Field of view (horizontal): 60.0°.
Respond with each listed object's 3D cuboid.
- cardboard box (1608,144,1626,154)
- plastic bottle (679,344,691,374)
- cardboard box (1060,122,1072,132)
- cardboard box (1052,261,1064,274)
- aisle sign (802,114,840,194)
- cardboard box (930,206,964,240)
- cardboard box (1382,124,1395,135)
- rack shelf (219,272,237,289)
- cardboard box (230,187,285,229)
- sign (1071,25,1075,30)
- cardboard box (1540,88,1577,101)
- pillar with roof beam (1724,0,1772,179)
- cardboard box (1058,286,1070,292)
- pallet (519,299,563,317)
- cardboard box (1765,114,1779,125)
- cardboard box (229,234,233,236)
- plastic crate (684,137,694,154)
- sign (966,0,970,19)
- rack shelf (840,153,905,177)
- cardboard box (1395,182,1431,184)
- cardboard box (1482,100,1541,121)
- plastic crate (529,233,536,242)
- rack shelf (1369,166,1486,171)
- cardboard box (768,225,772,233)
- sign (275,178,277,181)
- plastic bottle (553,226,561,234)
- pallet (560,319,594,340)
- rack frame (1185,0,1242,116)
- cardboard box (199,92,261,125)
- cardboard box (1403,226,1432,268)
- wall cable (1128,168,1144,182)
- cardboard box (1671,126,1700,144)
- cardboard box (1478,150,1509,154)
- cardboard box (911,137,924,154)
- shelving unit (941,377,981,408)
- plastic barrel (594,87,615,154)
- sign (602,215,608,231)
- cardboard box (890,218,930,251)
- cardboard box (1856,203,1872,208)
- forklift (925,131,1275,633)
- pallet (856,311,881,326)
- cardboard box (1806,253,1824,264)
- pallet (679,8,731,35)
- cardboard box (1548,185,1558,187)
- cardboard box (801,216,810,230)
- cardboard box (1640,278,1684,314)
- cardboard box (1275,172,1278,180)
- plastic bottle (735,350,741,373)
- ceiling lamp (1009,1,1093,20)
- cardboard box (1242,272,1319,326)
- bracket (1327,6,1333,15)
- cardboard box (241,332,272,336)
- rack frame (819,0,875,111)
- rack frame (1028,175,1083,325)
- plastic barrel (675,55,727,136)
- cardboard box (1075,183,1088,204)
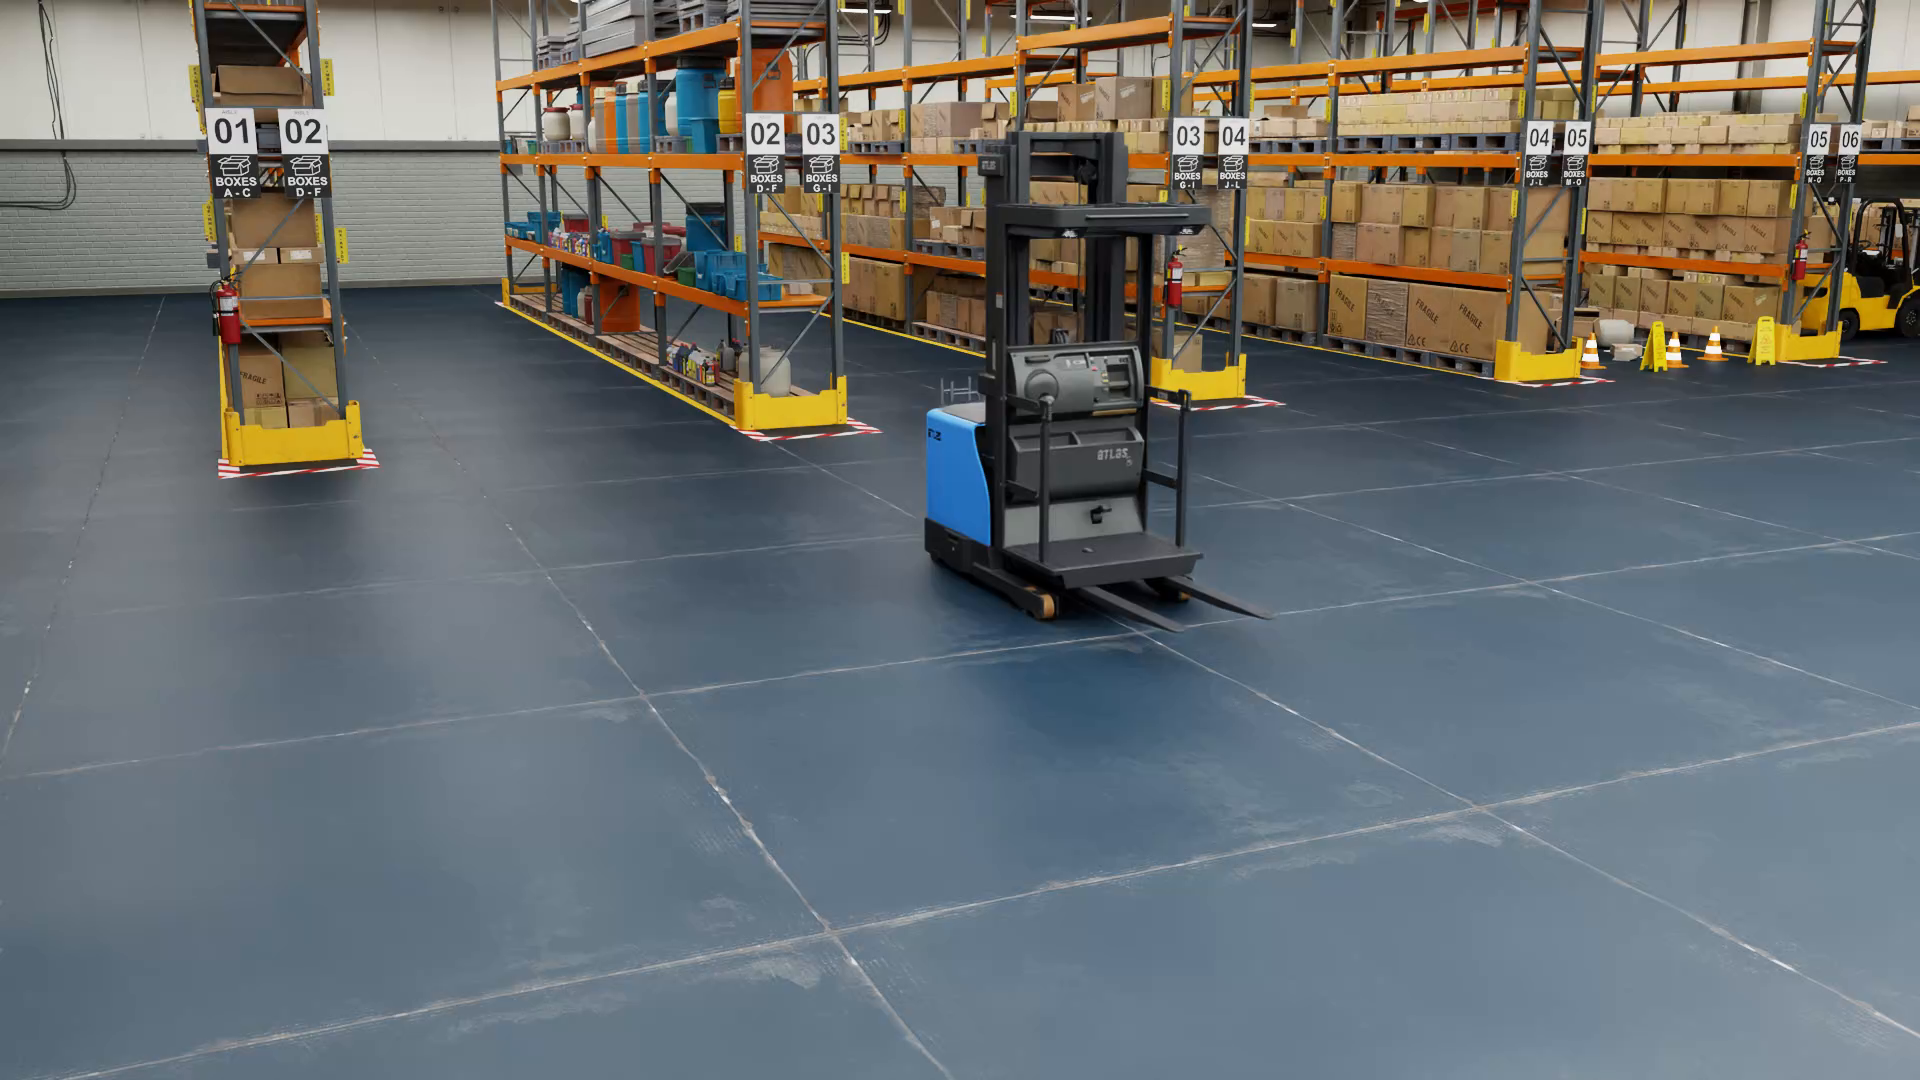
[{"bbox_3d":[10.250,-6.037,25.706,0.380,0.149,0.250,-6,14,-23],"label":"cardboard box"},{"bbox_3d":[-3.301,-2.182,20.044,0.144,0.351,0.185,-6,14,-25],"label":"plastic bottle"},{"bbox_3d":[1.489,-5.220,21.067,0.380,0.149,0.250,-6,14,-24],"label":"cardboard box"},{"bbox_3d":[1.414,-3.547,21.599,0.380,0.149,0.250,-6,14,-23],"label":"cardboard box"},{"bbox_3d":[-1.420,-3.953,17.032,0.394,0.787,0.004,-6,14,-23],"label":"aisle sign"},{"bbox_3d":[-0.131,-4.921,25.825,0.500,0.500,0.500,-8,15,-30],"label":"cardboard box"},{"bbox_3d":[6.047,-5.652,22.891,0.380,0.149,0.250,-6,14,-24],"label":"cardboard box"},{"bbox_3d":[-8.661,-3.118,20.783,1.077,0.370,4.000,-6,14,-23],"label":"rack shelf"},{"bbox_3d":[-7.473,-3.540,17.915,0.700,0.500,0.500,-6,14,-23],"label":"cardboard box"},{"bbox_3d":[2.094,-9.400,30.780,0.100,0.325,0.005,-6,14,-23],"label":"sign"},{"bbox_3d":[7.564,-5.628,21.018,0.380,0.149,0.250,-5,14,-22],"label":"cardboard box"},{"bbox_3d":[10.646,-8.465,28.989,9.100,9.000,0.400,-6,14,-23],"label":"pillar with roof beam"},{"bbox_3d":[2.130,-4.895,32.257,0.380,0.149,0.250,-5,14,-22],"label":"cardboard box"},{"bbox_3d":[-7.347,-4.197,30.034,1.003,0.211,1.213,-6,14,-23],"label":"pallet"},{"bbox_3d":[11.427,-5.845,23.108,0.380,0.149,0.250,-5,14,-22],"label":"cardboard box"},{"bbox_3d":[-7.724,-3.242,18.063,0.380,0.149,0.250,-6,14,-24],"label":"cardboard box"},{"bbox_3d":[-2.937,-4.509,19.017,0.336,0.188,0.450,-6,14,-23],"label":"plastic crate"},{"bbox_3d":[0.109,-8.243,25.780,0.100,0.325,0.005,-6,14,-23],"label":"sign"},{"bbox_3d":[-1.185,-6.299,27.878,1.077,0.370,4.000,-6,14,-23],"label":"rack shelf"},{"bbox_3d":[8.249,-6.289,30.453,0.500,0.500,0.500,-6,14,-24],"label":"cardboard box"},{"bbox_3d":[6.954,-5.412,20.968,0.500,0.250,0.500,-5,14,-22],"label":"cardboard box"},{"bbox_3d":[-7.219,-5.256,28.906,0.437,0.125,0.590,-6,14,-23],"label":"plastic crate"},{"bbox_3d":[10.839,-8.470,37.257,1.077,0.370,4.000,-6,14,-23],"label":"rack shelf"},{"bbox_3d":[-3.542,-6.097,32.617,0.380,0.149,0.250,-6,14,-24],"label":"cardboard box"},{"bbox_3d":[-12.150,-6.298,29.661,0.100,0.325,0.005,-6,14,-23],"label":"sign"},{"bbox_3d":[-6.664,-5.020,27.516,0.144,0.351,0.185,-6,14,-23],"label":"plastic bottle"},{"bbox_3d":[-5.761,-3.380,26.506,1.003,0.211,1.213,-6,14,-23],"label":"pallet"},{"bbox_3d":[4.201,-8.125,27.519,1.000,3.000,0.127,-6,14,-23],"label":"rack frame"},{"bbox_3d":[-7.183,-4.248,16.376,0.500,0.311,0.500,-4,14,-16],"label":"cardboard box"},{"bbox_3d":[6.616,-4.040,22.839,0.875,0.550,0.500,-6,14,-23],"label":"cardboard box"},{"bbox_3d":[4.506,-9.111,42.832,0.588,1.984,0.122,-6,14,-23],"label":"wall cable"},{"bbox_3d":[10.832,-5.947,24.433,0.500,0.250,0.500,-5,14,-22],"label":"cardboard box"},{"bbox_3d":[9.333,-6.869,28.517,0.797,0.503,0.637,-6,14,-23],"label":"cardboard box"},{"bbox_3d":[-0.429,-6.043,25.510,0.500,0.250,0.500,-5,14,-22],"label":"cardboard box"},{"bbox_3d":[0.006,-0.582,12.222,0.258,1.200,0.189,-6,14,-23],"label":"shelving unit"},{"bbox_3d":[-4.792,-5.844,23.204,0.600,0.901,0.600,0,13,0],"label":"plastic barrel"},{"bbox_3d":[-6.020,-5.338,28.169,0.100,0.325,0.005,-6,14,-23],"label":"sign"},{"bbox_3d":[-0.809,-4.903,26.682,0.500,0.500,0.500,-5,14,-21],"label":"cardboard box"},{"bbox_3d":[15.008,-5.550,27.376,0.380,0.149,0.250,-5,14,-22],"label":"cardboard box"},{"bbox_3d":[0.843,-1.045,10.383,1.130,2.935,3.031,-6,14,-25],"label":"forklift"},{"bbox_3d":[-1.116,-3.838,28.485,1.003,0.211,1.213,-6,14,-23],"label":"pallet"},{"bbox_3d":[11.954,-3.984,23.488,0.380,0.149,0.250,-6,14,-23],"label":"cardboard box"},{"bbox_3d":[-2.472,-5.717,18.420,1.003,0.211,1.213,-6,14,-23],"label":"pallet"},{"bbox_3d":[9.619,-5.774,27.415,0.380,0.149,0.250,-6,14,-25],"label":"cardboard box"},{"bbox_3d":[-2.613,-5.848,30.657,0.500,0.250,0.500,-5,14,-21],"label":"cardboard box"},{"bbox_3d":[10.719,-3.711,25.256,0.500,0.500,0.500,-5,14,-20],"label":"cardboard box"},{"bbox_3d":[6.673,-7.448,34.019,0.380,0.149,0.250,-5,14,-22],"label":"cardboard box"},{"bbox_3d":[-2.675,-2.164,20.118,0.061,0.283,0.133,-6,14,-23],"label":"plastic bottle"},{"bbox_3d":[2.195,-13.425,37.474,2.000,3.185,0.800,-6,14,-23],"label":"ceiling lamp"},{"bbox_3d":[5.089,-3.804,26.213,1.050,0.750,0.750,-6,14,-23],"label":"cardboard box"},{"bbox_3d":[9.292,-13.141,41.207,0.235,0.232,0.430,-6,14,-23],"label":"bracket"},{"bbox_3d":[-7.560,-1.954,17.666,0.500,0.500,0.500,-6,14,-23],"label":"cardboard box"},{"bbox_3d":[-1.986,-8.524,29.244,1.000,3.000,0.127,-6,14,-23],"label":"rack frame"},{"bbox_3d":[1.218,-3.949,22.779,1.000,3.000,0.127,-6,14,-23],"label":"rack frame"},{"bbox_3d":[-3.019,-5.196,19.474,0.600,0.901,0.708,-6,14,-23],"label":"plastic barrel"},{"bbox_3d":[1.778,-4.205,20.786,0.500,0.500,0.500,-6,14,-23],"label":"cardboard box"}]
